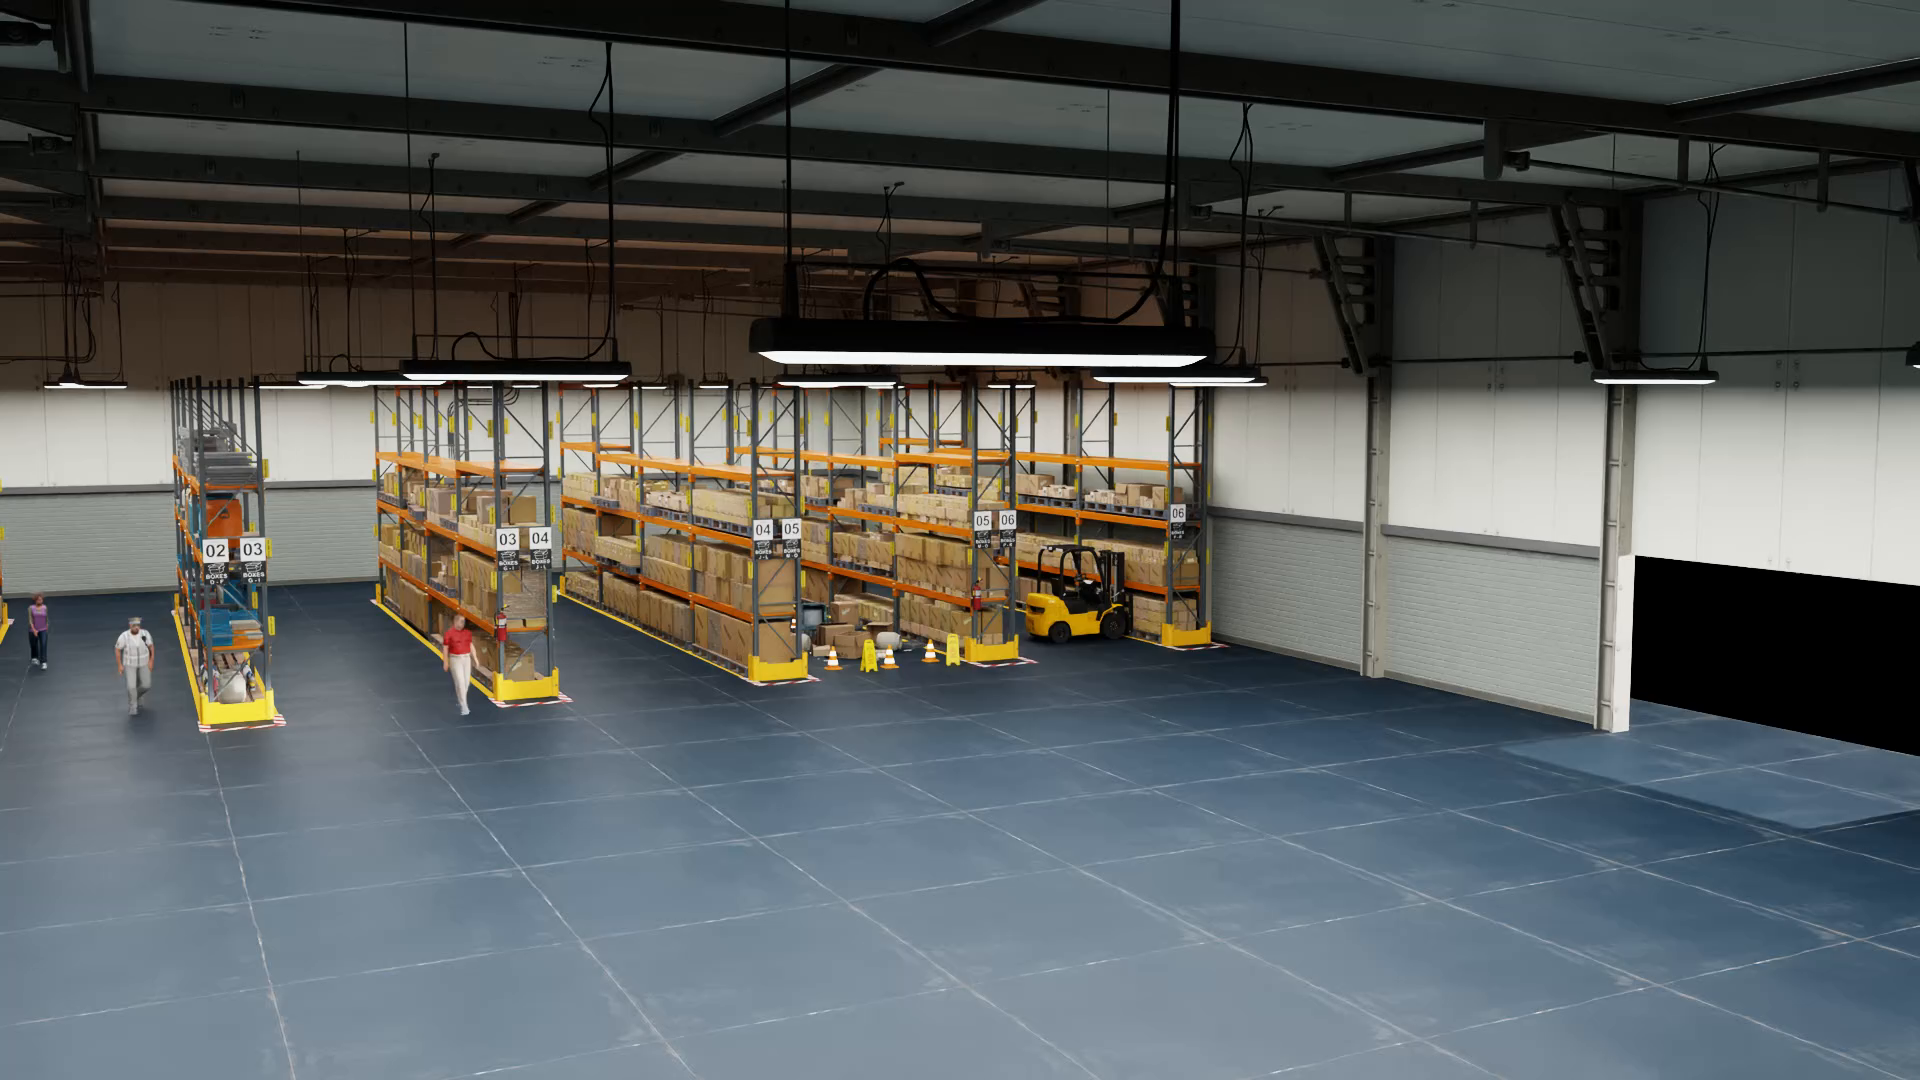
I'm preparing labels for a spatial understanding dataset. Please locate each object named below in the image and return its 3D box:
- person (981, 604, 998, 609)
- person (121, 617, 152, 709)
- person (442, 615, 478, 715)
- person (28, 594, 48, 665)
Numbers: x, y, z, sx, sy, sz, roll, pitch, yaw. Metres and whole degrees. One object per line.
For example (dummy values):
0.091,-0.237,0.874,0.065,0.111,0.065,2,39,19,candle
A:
0.743,1.407,39.923,0.471,1.383,0.689,-3,6,-29,person
-14.747,2.178,29.765,0.465,1.656,0.553,-4,6,-37,person
-8.882,2.227,29.853,0.768,1.739,0.561,4,7,40,person
-19.202,1.851,34.655,0.388,1.475,0.805,-4,6,-37,person
